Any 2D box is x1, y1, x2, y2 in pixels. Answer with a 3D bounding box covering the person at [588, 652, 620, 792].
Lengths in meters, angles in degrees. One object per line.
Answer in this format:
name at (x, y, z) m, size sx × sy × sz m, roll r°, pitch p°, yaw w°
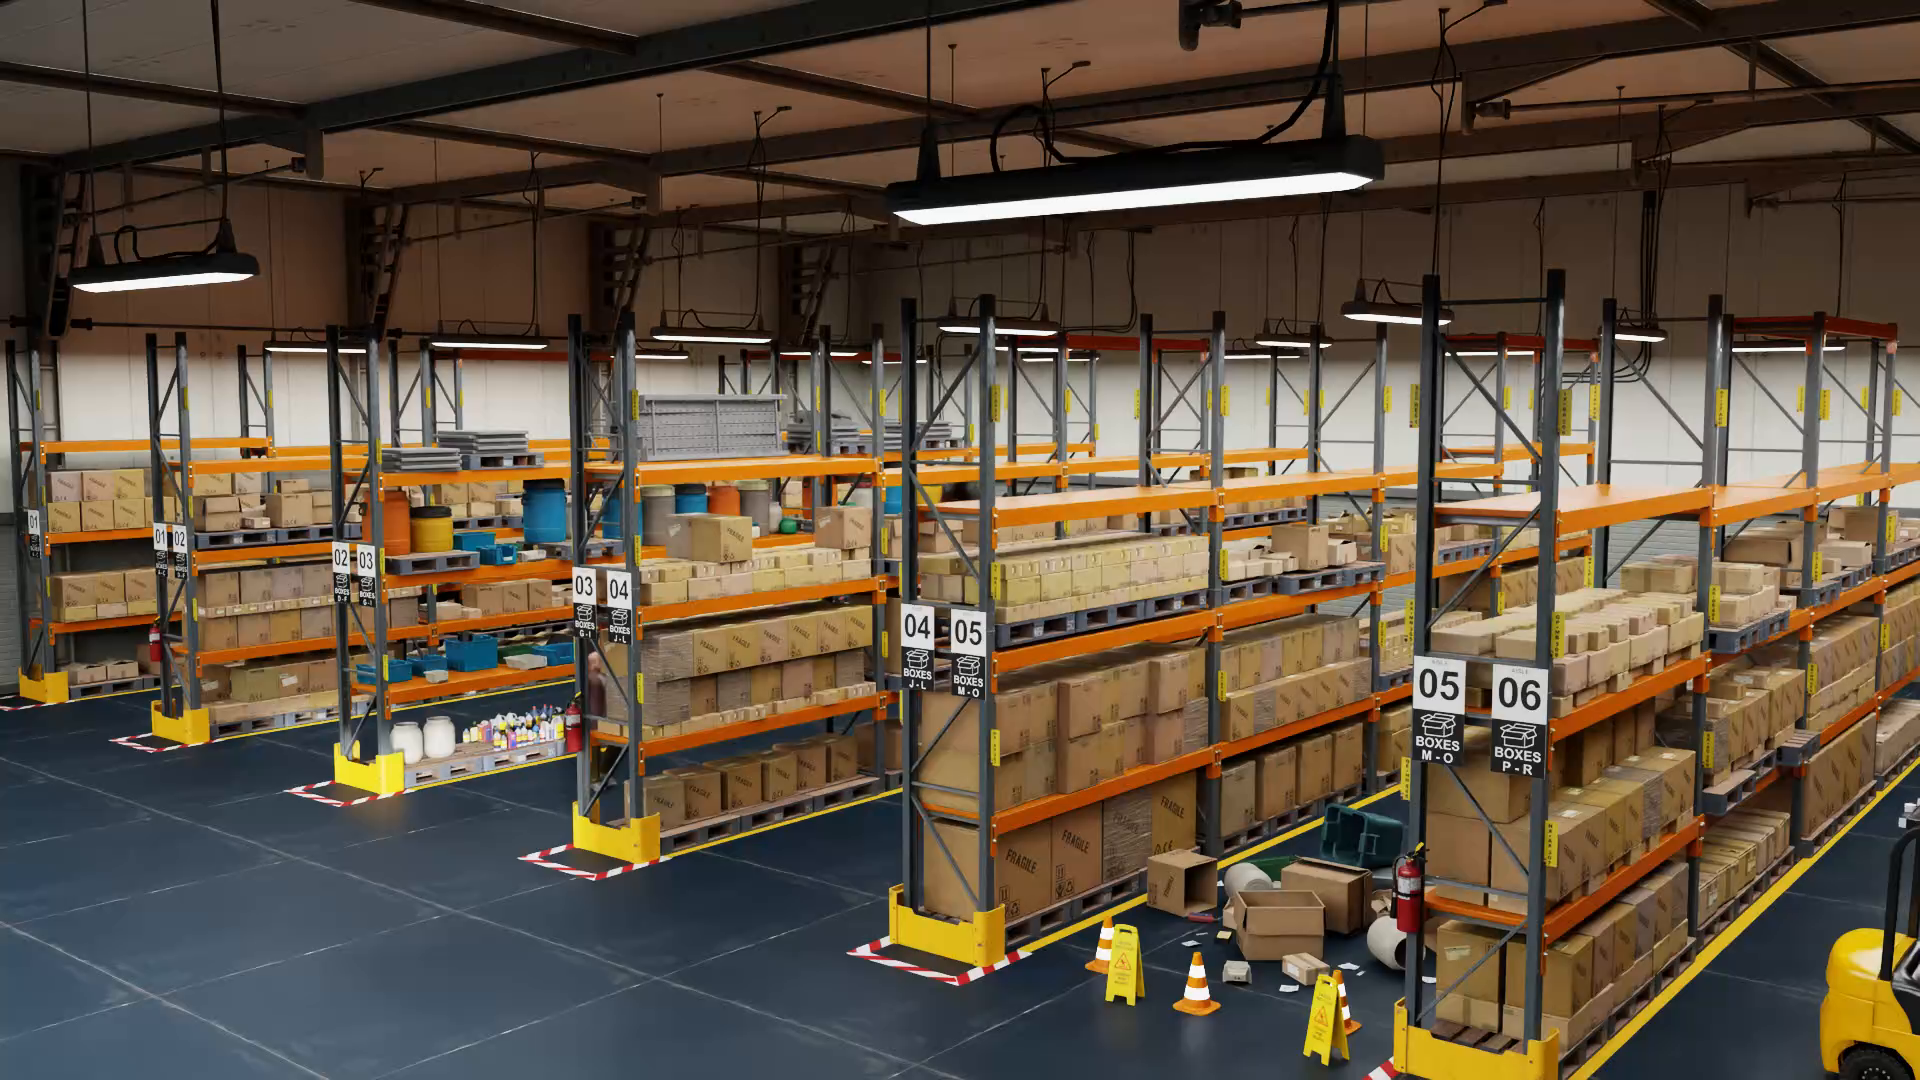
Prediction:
person at (-4.689, 2.360, 21.583) m, size 0.458 × 1.816 × 0.679 m, roll 3°, pitch 6°, yaw 31°
